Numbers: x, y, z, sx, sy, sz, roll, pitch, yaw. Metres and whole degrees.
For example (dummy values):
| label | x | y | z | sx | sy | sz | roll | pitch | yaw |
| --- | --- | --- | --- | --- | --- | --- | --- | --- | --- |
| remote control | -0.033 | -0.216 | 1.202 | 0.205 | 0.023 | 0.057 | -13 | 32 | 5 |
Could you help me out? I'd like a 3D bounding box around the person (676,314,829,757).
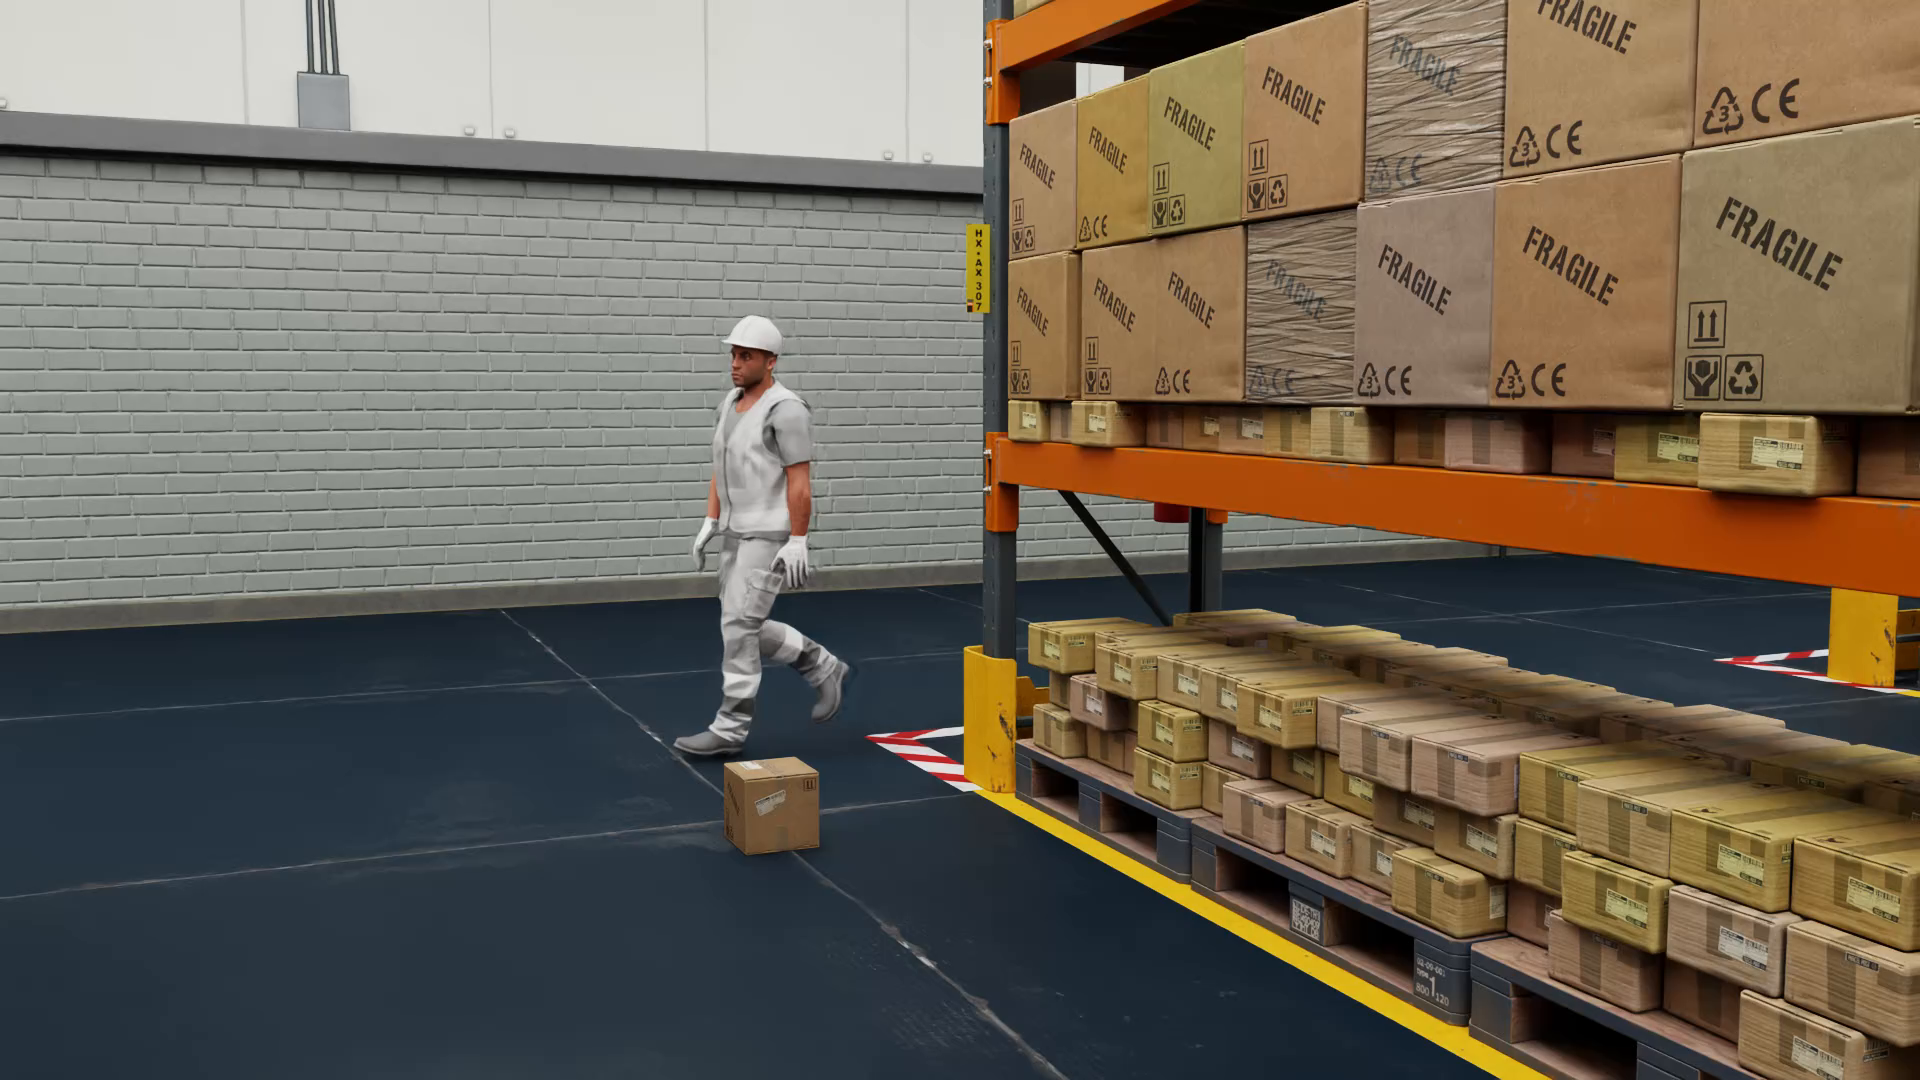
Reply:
| label | x | y | z | sx | sy | sz | roll | pitch | yaw |
| --- | --- | --- | --- | --- | --- | --- | --- | --- | --- |
| person | -0.794 | -0.017 | 6.746 | 0.753 | 1.776 | 0.570 | -5 | 7 | -42 |
